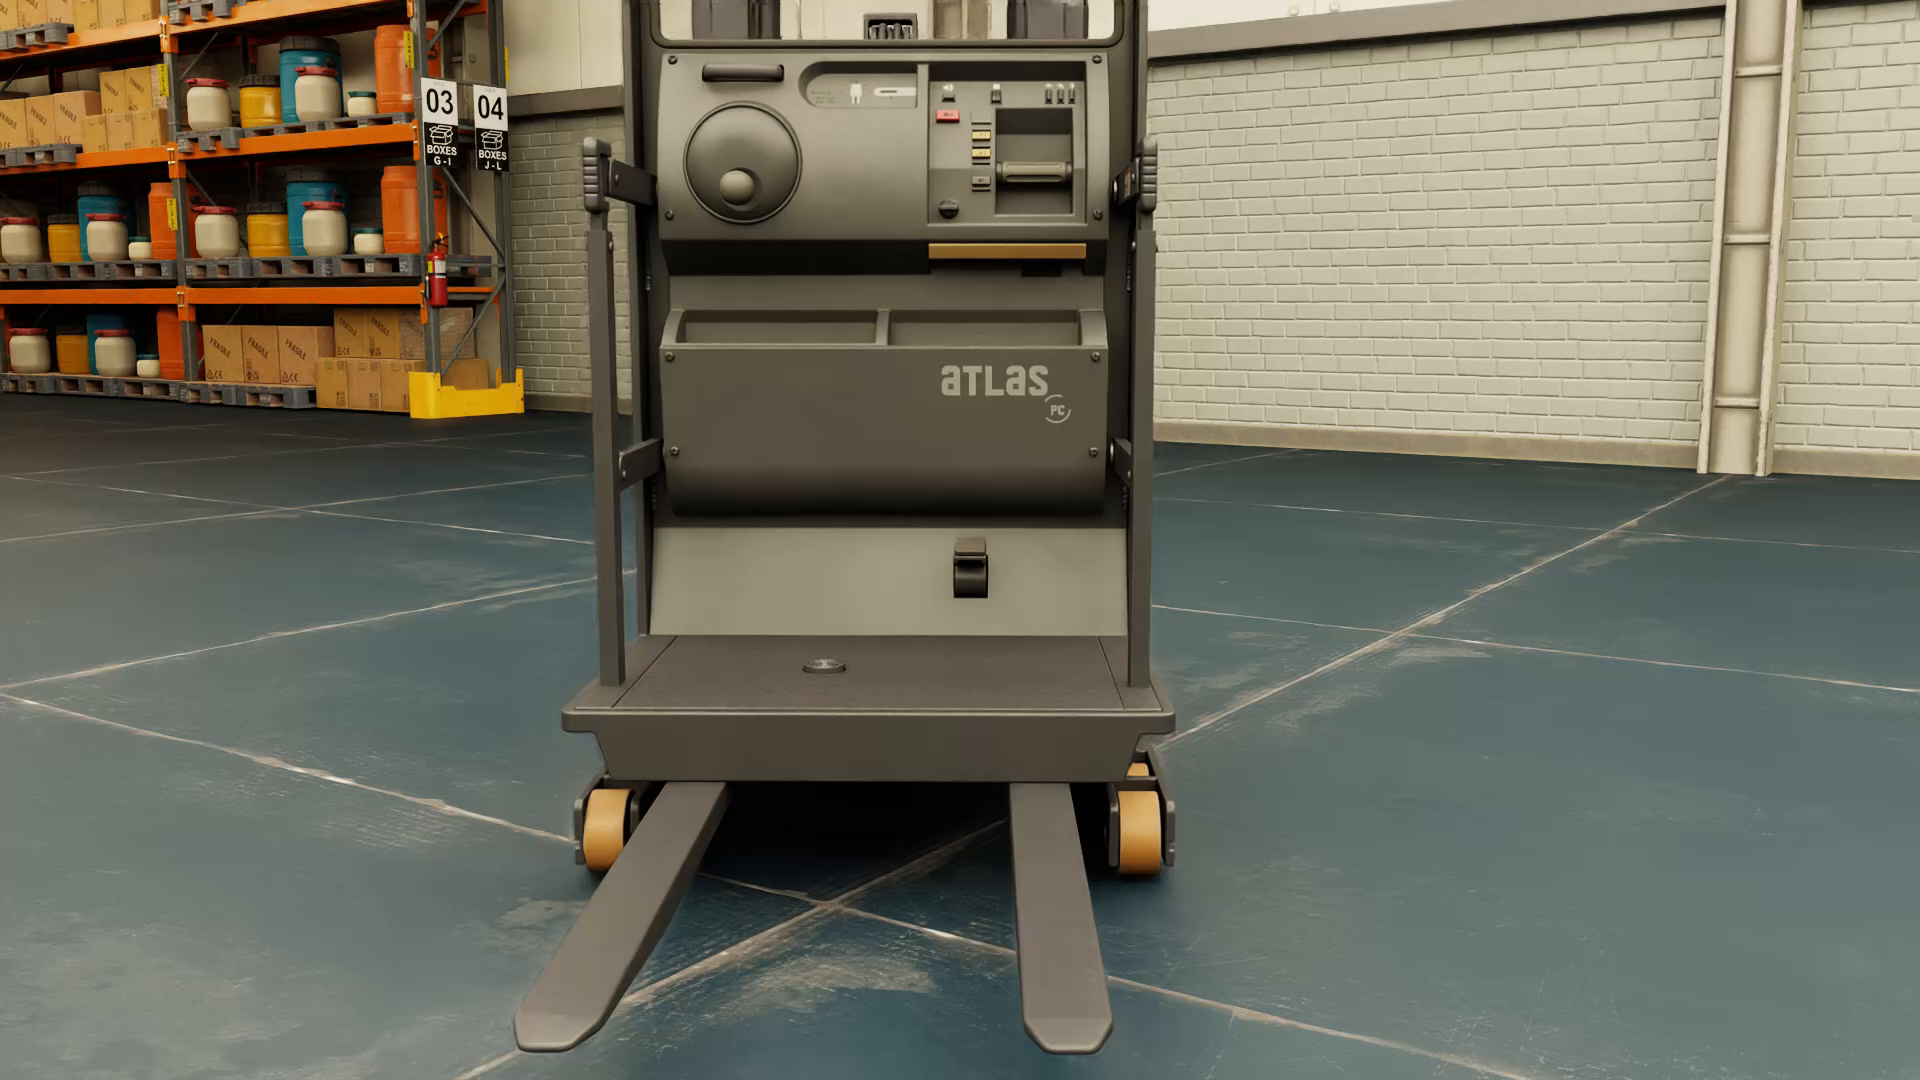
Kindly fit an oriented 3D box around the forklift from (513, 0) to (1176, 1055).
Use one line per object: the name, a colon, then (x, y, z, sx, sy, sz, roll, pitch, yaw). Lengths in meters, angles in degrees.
forklift: (-0.158, -0.859, 3.235, 1.130, 2.935, 3.031, 0, 8, 1)
